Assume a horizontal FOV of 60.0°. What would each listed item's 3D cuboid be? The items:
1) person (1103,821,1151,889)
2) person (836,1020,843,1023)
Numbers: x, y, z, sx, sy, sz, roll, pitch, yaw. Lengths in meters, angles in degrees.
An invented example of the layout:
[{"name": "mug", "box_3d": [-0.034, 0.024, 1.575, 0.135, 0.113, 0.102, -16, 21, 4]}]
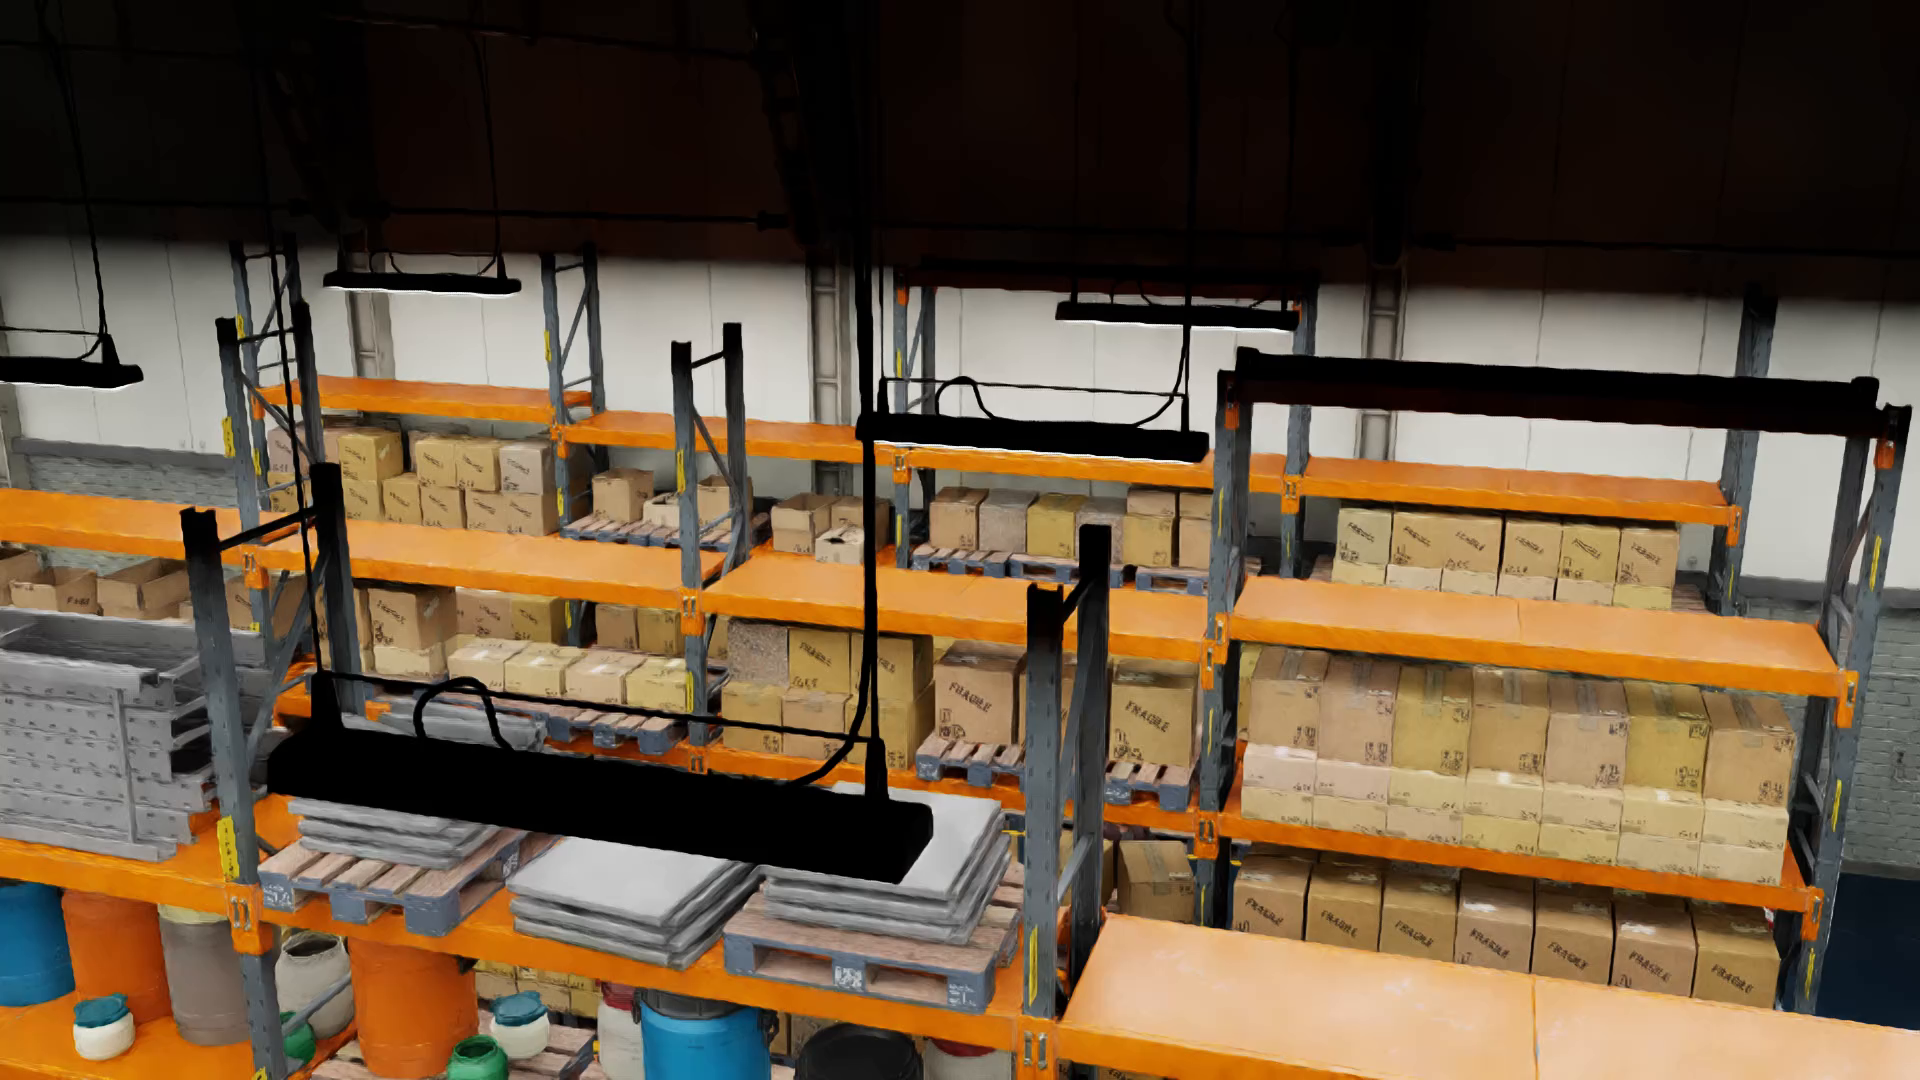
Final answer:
[{"name": "person", "box_3d": [1.461, 3.180, 14.794, 0.638, 1.596, 0.514, -4, 16, -13]}, {"name": "person", "box_3d": [-0.731, 4.026, 11.835, 1.097, 1.585, 0.451, 4, 17, 15]}]
